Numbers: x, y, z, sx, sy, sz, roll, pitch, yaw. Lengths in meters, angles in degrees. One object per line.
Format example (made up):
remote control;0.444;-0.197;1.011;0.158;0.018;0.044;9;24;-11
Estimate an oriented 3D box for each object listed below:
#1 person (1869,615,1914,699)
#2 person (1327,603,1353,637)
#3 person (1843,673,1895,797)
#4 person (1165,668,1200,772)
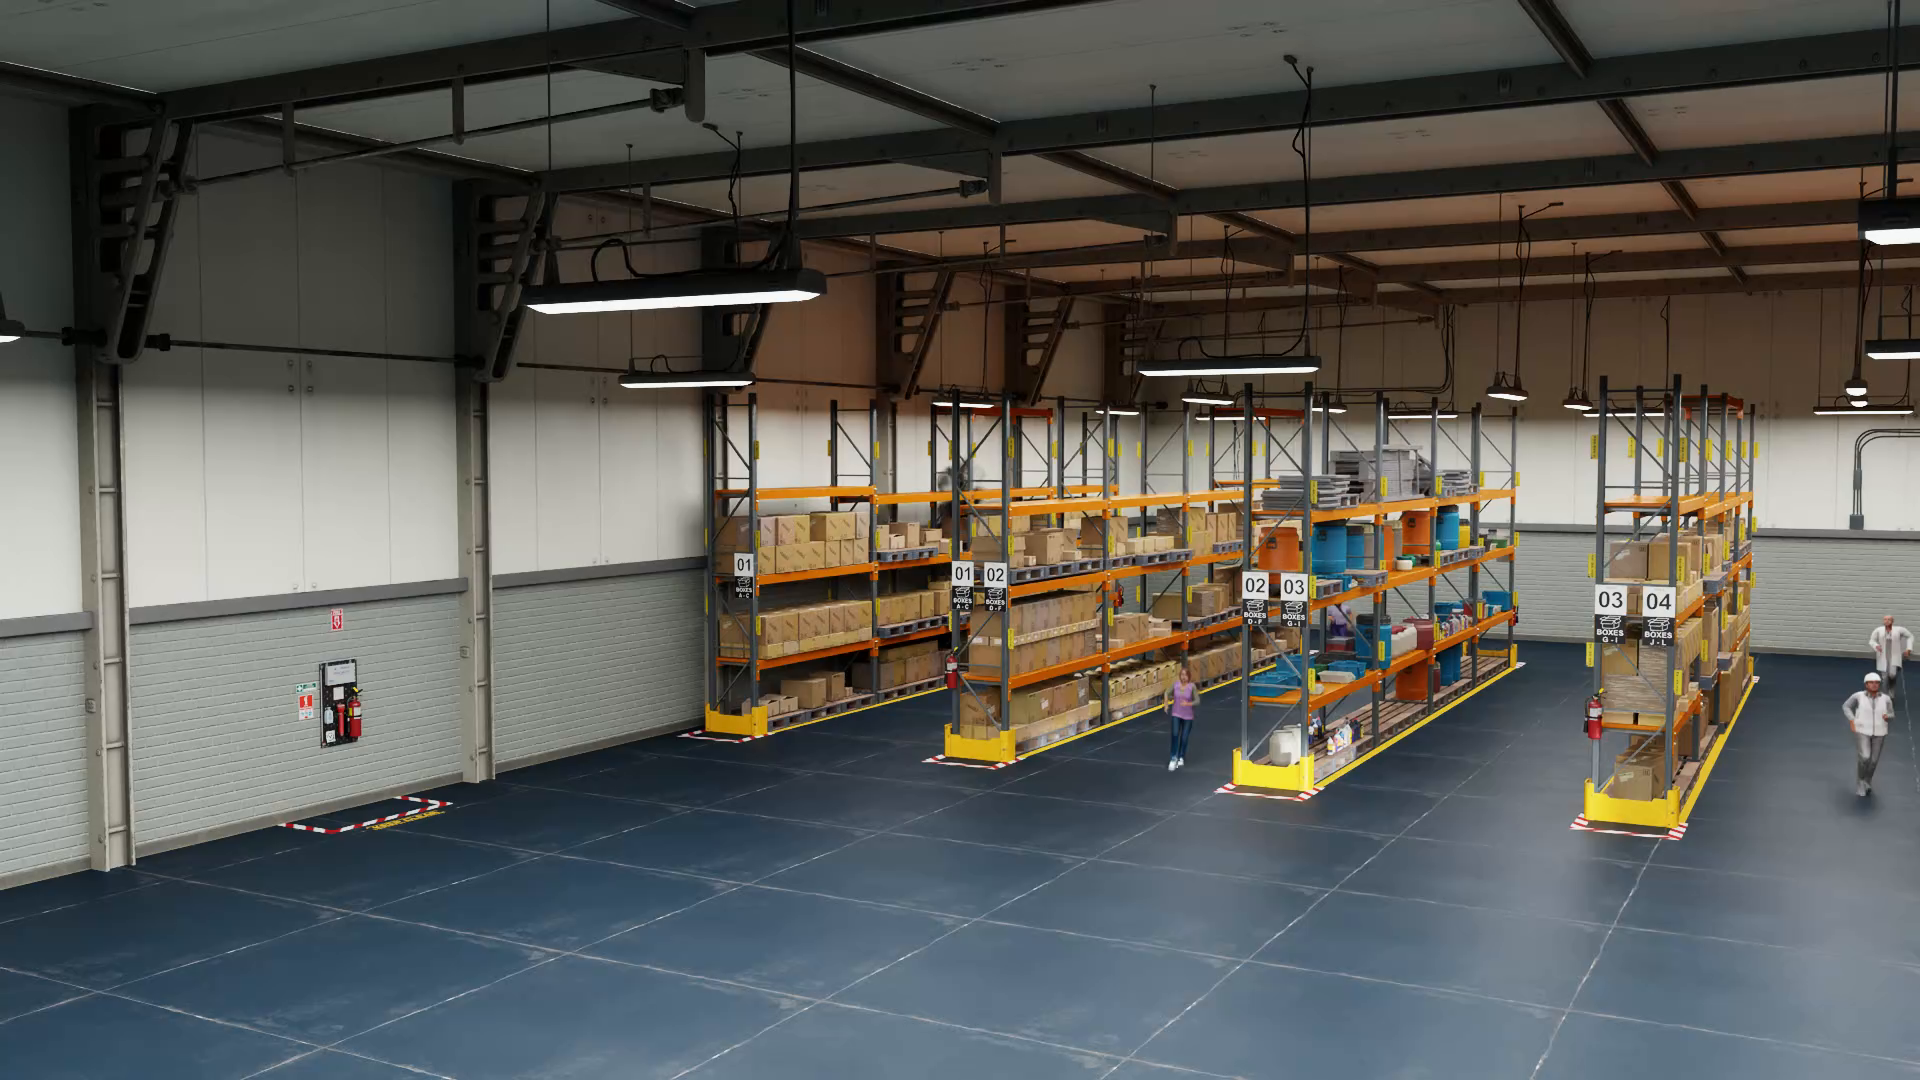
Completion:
person;18.432;2.345;32.959;0.739;1.735;0.829;2;4;39
person;8.771;2.111;38.575;0.589;1.697;0.734;1;3;22
person;13.191;2.826;24.094;0.635;1.813;0.739;1;3;13
person;3.482;2.820;26.044;0.545;1.607;0.631;0;3;5
